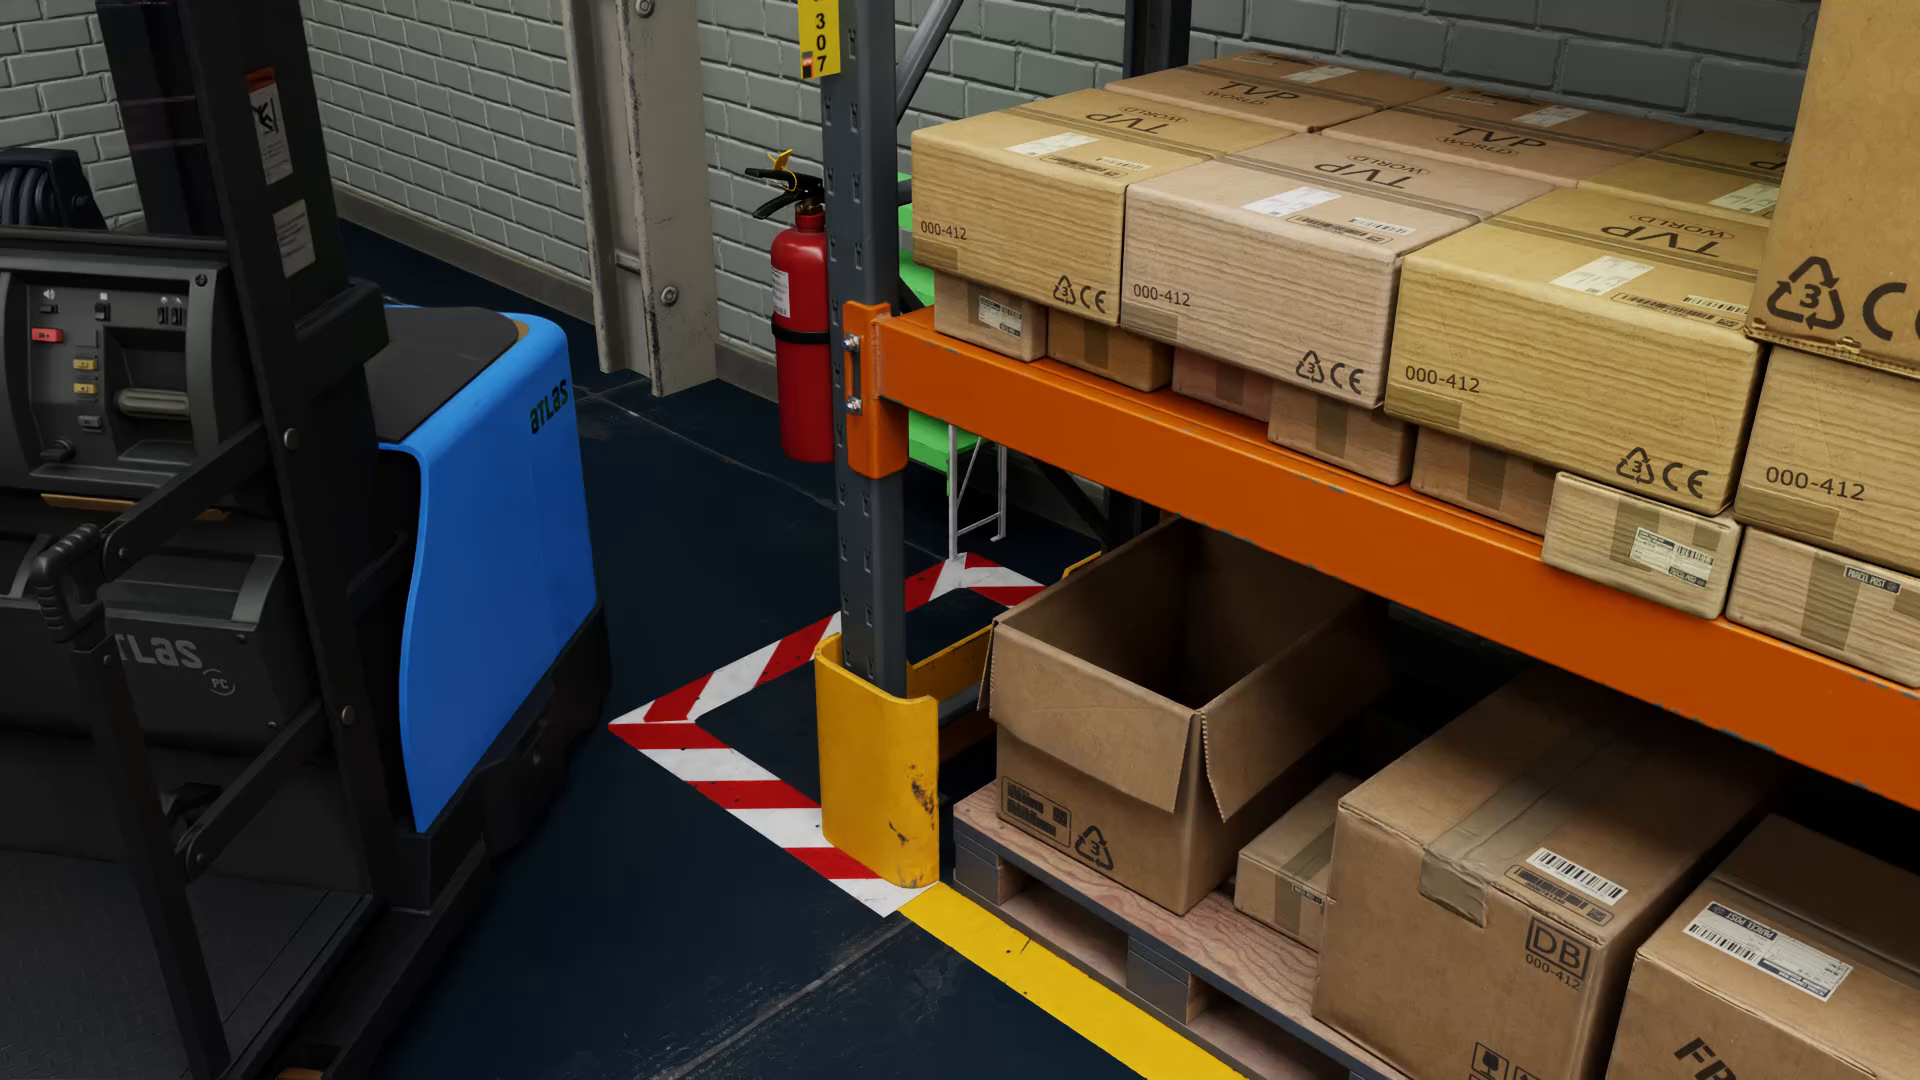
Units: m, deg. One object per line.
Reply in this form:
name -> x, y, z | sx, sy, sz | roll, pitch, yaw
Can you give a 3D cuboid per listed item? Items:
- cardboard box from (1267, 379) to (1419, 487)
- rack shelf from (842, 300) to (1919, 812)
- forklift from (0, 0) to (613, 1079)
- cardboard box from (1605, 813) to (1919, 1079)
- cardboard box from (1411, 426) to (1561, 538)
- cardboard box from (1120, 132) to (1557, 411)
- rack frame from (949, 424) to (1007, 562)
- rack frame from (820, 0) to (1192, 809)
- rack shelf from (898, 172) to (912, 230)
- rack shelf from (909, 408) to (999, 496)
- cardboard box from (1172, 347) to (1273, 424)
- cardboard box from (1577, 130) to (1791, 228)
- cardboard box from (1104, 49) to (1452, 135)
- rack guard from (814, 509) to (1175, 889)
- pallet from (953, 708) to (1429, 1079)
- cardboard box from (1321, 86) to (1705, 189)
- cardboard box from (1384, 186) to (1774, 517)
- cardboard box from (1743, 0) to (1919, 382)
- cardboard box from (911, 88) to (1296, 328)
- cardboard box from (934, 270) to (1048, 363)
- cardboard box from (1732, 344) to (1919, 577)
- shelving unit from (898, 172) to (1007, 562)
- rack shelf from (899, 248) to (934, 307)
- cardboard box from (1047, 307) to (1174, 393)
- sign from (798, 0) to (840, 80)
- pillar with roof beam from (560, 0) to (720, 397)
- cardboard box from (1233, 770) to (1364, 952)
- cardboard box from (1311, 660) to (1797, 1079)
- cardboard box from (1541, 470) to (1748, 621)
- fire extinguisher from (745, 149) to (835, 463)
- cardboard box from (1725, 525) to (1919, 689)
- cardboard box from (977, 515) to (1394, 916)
cardboard box -> 0.730, -0.248, 2.769 | 0.380, 0.149, 0.250 | -24, 36, -38
rack shelf -> 1.551, 0.169, 2.479 | 4.000, 0.370, 1.077 | 25, 36, 38
forklift -> -1.689, -0.251, 2.578 | 1.130, 2.935, 3.031 | 5, 28, 9
cardboard box -> 1.384, 0.847, 2.651 | 0.500, 0.500, 0.500 | -24, 36, -38
cardboard box -> 0.924, -0.163, 2.607 | 0.380, 0.149, 0.250 | -25, 36, -38
cardboard box -> 0.620, -0.466, 2.754 | 0.500, 0.250, 0.500 | -25, 37, -39
rack frame -> 0.056, -0.506, 4.922 | 0.015, 1.200, 0.240 | 25, 36, 38
rack frame -> 0.125, -0.802, 3.553 | 0.127, 3.000, 1.000 | 25, 36, 38
rack shelf -> -0.118, -0.953, 4.880 | 0.480, 0.148, 0.258 | 25, 36, 38
rack shelf -> -0.118, -0.316, 5.215 | 0.480, 0.148, 0.258 | 25, 36, 38
cardboard box -> 0.593, -0.351, 2.964 | 0.250, 0.149, 0.380 | 24, 36, 38
cardboard box -> 1.356, -0.474, 2.769 | 0.500, 0.250, 0.500 | -24, 36, -38
cardboard box -> 0.639, -0.805, 3.400 | 0.500, 0.250, 0.500 | -24, 36, -38
rack guard -> 0.179, 0.329, 4.087 | 0.348, 0.500, 1.175 | 25, 36, 38
pallet -> 0.749, 0.717, 3.660 | 1.213, 0.211, 1.003 | 25, 36, 38
cardboard box -> 1.006, -0.637, 3.080 | 0.500, 0.250, 0.500 | 25, 36, 39
cardboard box -> 0.983, -0.301, 2.442 | 0.500, 0.250, 0.500 | 24, 36, 37
cardboard box -> 1.330, -0.473, 1.962 | 0.500, 0.500, 0.500 | -24, 36, -38
cardboard box -> 0.260, -0.630, 3.067 | 0.500, 0.250, 0.500 | 25, 37, 39
cardboard box -> 0.167, -0.493, 3.234 | 0.250, 0.149, 0.380 | 24, 36, 38
cardboard box -> 1.363, -0.142, 2.138 | 0.500, 0.250, 0.500 | 23, 36, 37
shelving unit -> -0.118, -0.585, 5.074 | 0.503, 1.200, 0.258 | 25, 36, 38
rack shelf -> -0.118, -0.741, 4.992 | 0.480, 0.148, 0.258 | 25, 36, 38
cardboard box -> 0.381, -0.425, 3.105 | 0.380, 0.149, 0.250 | -24, 36, -38
sign -> -0.255, -1.005, 3.009 | 0.005, 0.325, 0.100 | 25, 36, 38
pillar with roof beam -> -4.184, -3.208, 1.681 | 0.400, 9.000, 9.100 | 25, 36, 38
cardboard box -> 0.771, 0.656, 3.391 | 0.250, 0.149, 0.380 | 23, 35, 37
cardboard box -> 1.077, 0.641, 3.042 | 0.700, 0.500, 0.500 | -24, 36, -37
cardboard box -> 1.051, -0.056, 2.403 | 0.250, 0.149, 0.380 | 23, 36, 37
fire extinguisher -> -0.304, -0.498, 3.457 | 0.183, 0.674, 0.296 | 25, 36, 38
cardboard box -> 1.253, 0.023, 2.253 | 0.380, 0.149, 0.250 | -24, 36, -38
cardboard box -> 0.495, 0.348, 3.597 | 0.637, 0.503, 0.797 | 23, 35, 37
